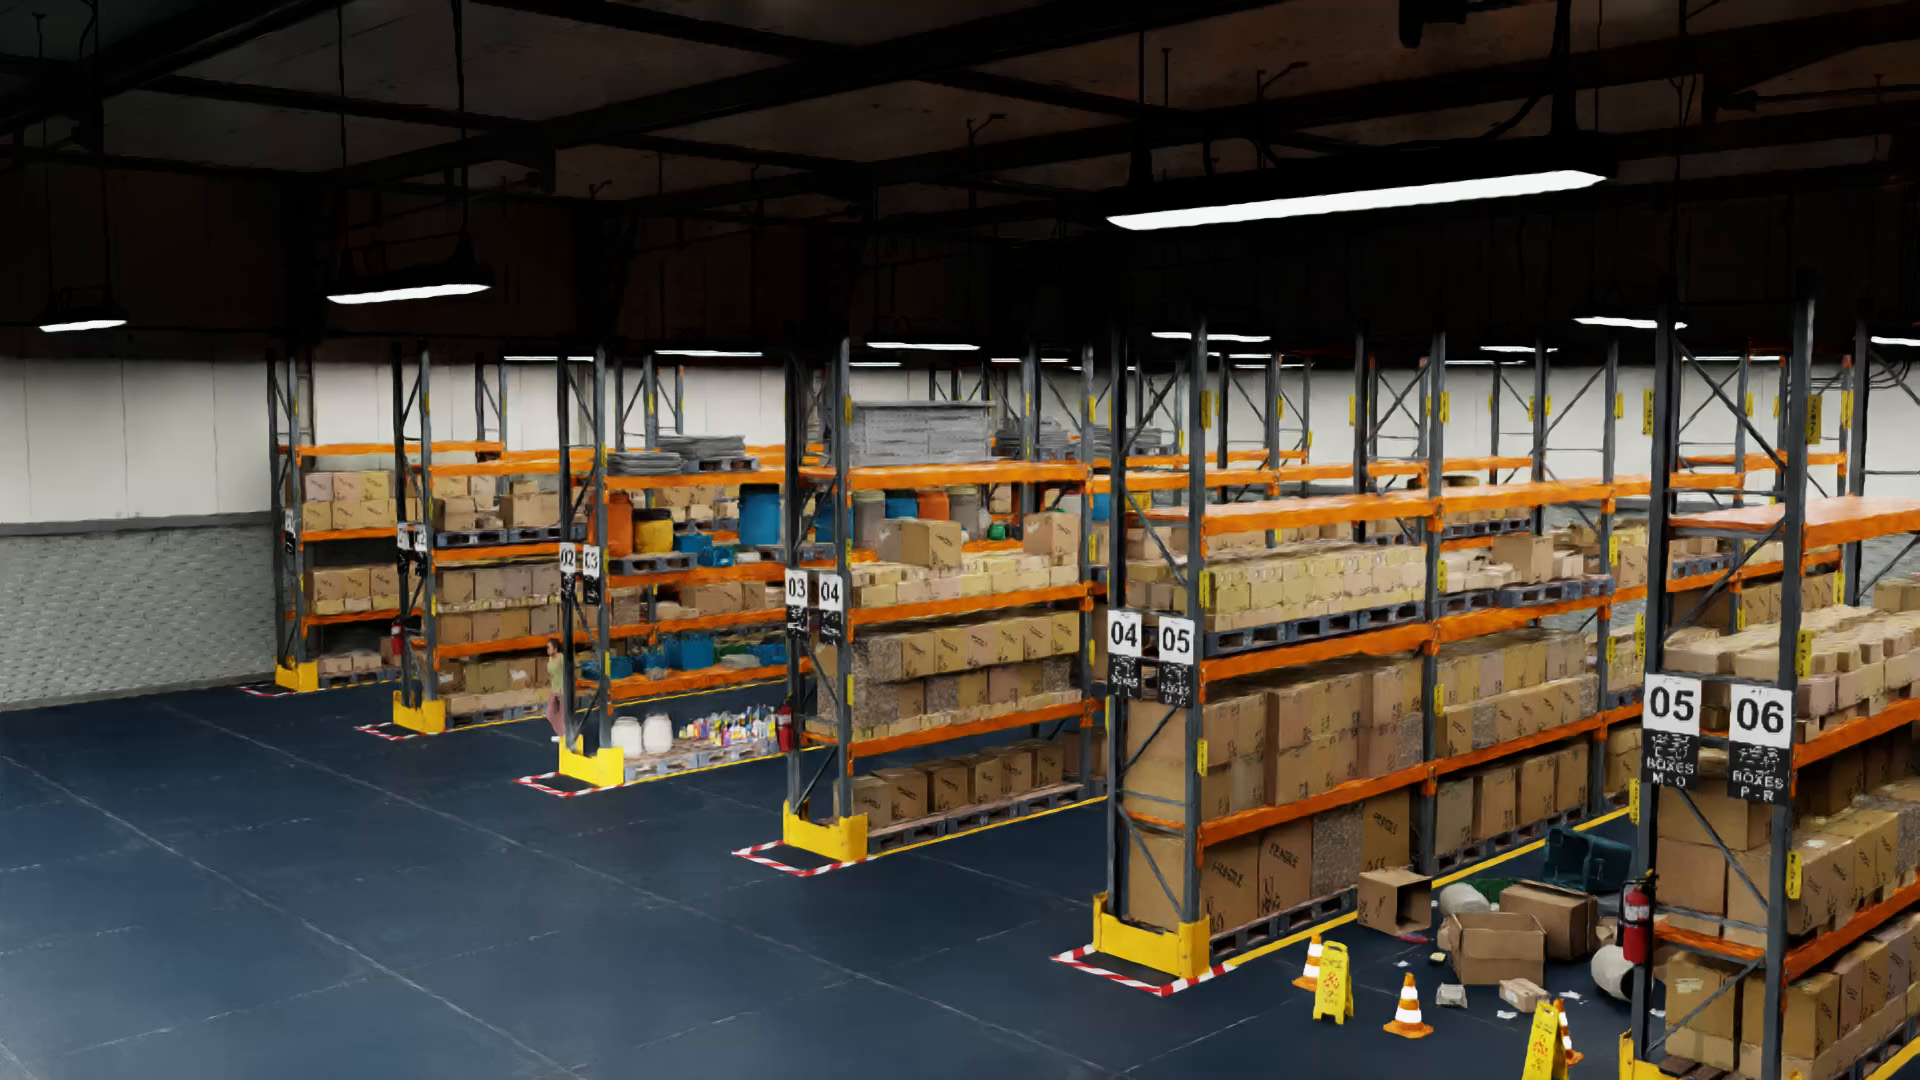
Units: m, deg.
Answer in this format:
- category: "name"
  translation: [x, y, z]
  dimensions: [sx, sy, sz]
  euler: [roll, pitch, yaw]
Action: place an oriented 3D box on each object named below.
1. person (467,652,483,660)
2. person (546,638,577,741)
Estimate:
- category: "person"
  translation: [-8.444, 1.860, 29.017]
  dimensions: [0.621, 1.574, 0.828]
  euler: [3, 6, 29]
- category: "person"
  translation: [-5.895, 2.235, 24.621]
  dimensions: [0.598, 1.617, 0.503]
  euler: [5, 7, 44]
